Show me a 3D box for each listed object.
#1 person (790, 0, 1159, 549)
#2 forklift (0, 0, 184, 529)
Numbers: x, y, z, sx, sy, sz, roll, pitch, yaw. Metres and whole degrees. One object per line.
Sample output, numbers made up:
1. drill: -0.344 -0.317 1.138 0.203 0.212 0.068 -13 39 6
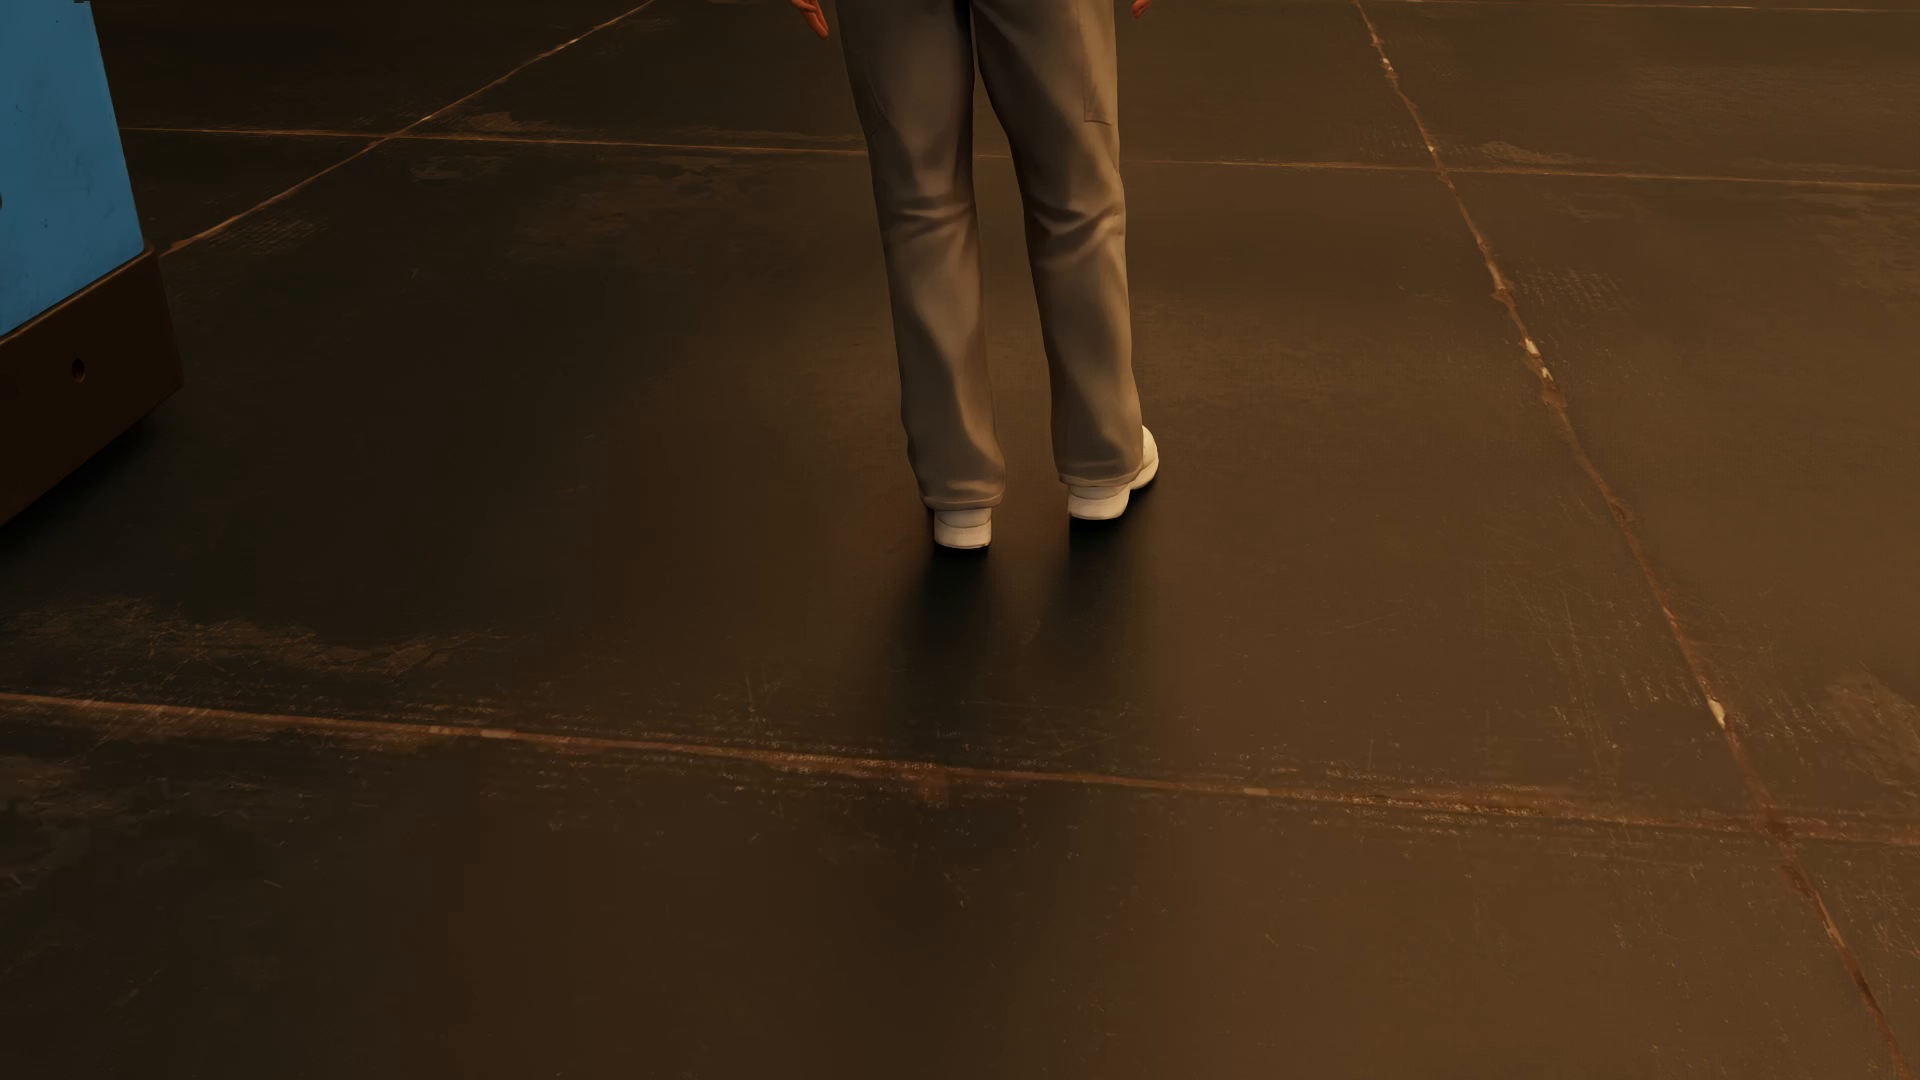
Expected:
1. person: 0.023 -0.788 2.186 0.549 1.675 0.549 3 27 7
2. forklift: -2.875 -1.349 1.922 3.031 2.935 1.130 1 27 2
